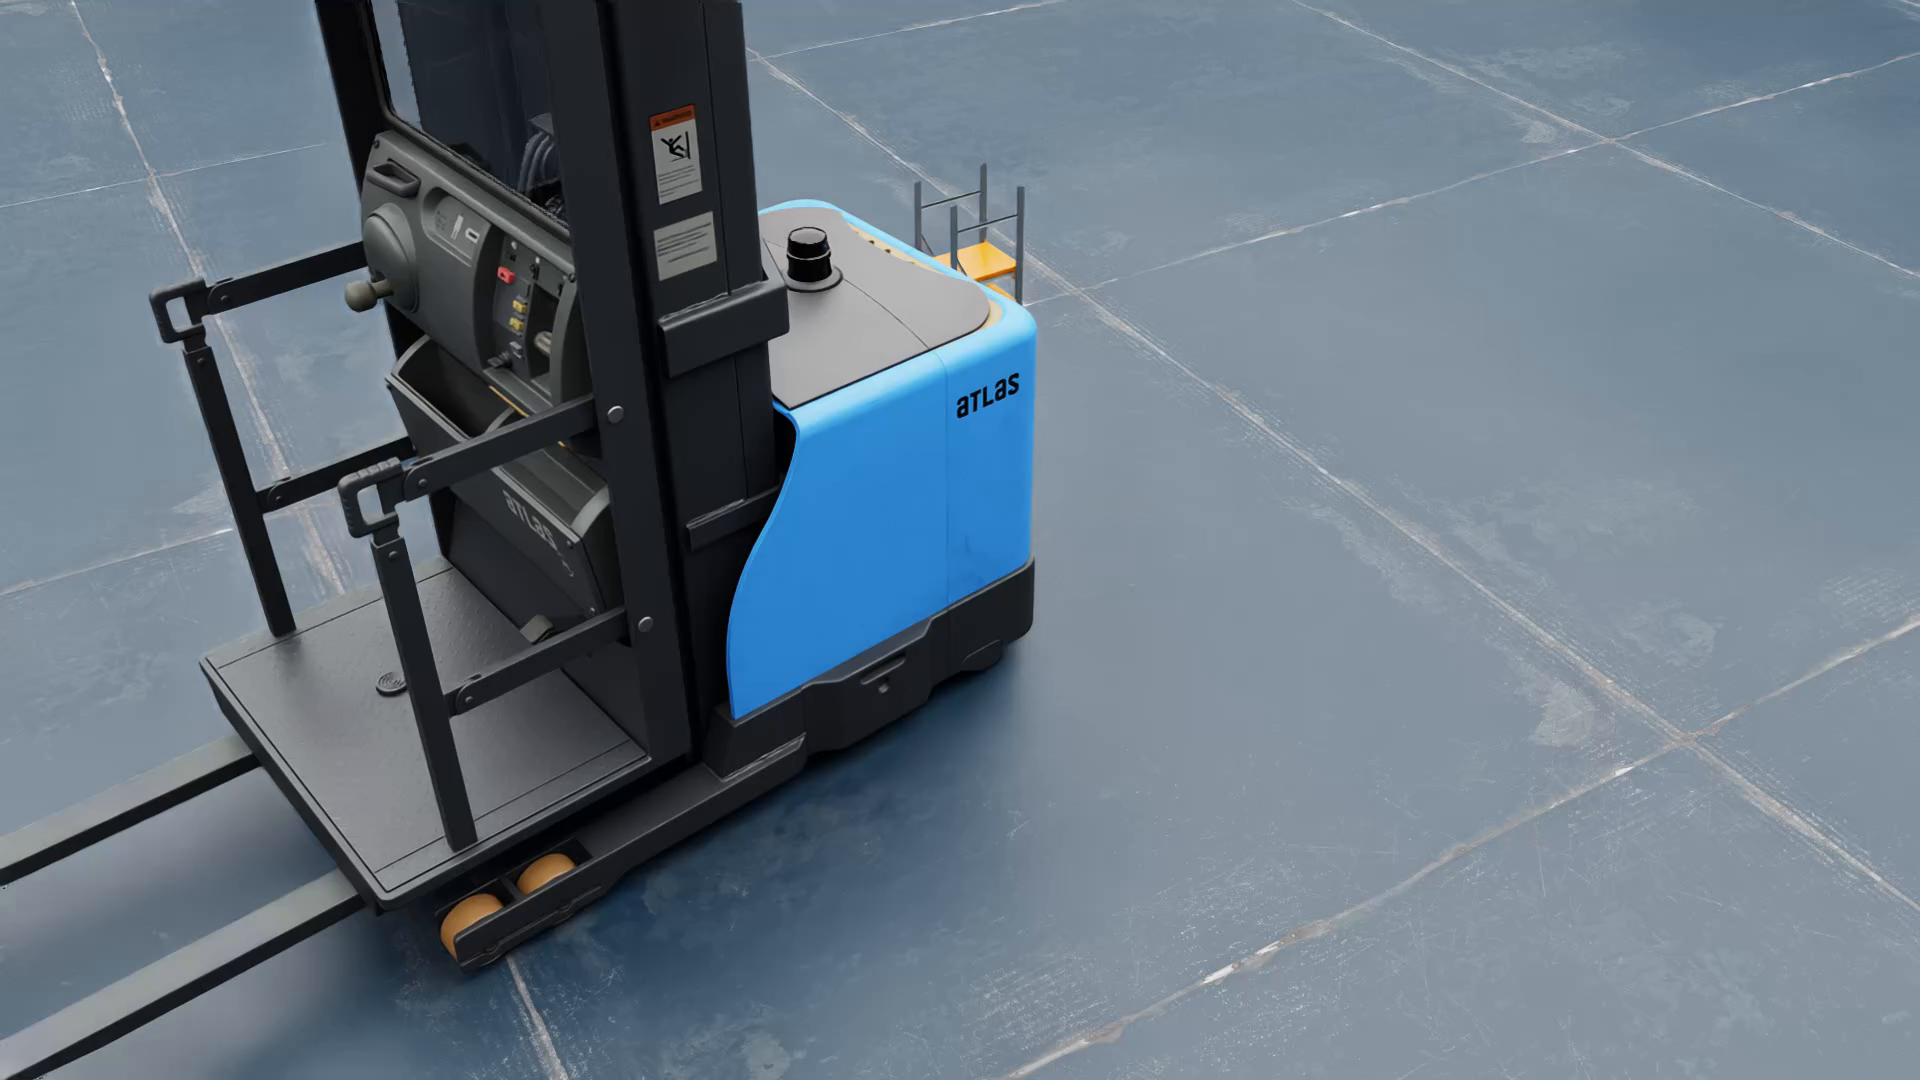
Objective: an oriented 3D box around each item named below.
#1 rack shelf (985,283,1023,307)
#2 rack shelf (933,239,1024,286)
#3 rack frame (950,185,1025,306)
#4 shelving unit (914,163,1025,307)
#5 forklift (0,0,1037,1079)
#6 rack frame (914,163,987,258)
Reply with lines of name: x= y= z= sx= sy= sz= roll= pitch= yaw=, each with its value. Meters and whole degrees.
rack shelf: x=0.025 y=-0.648 z=4.788 sx=0.258 sy=0.103 sz=0.180 roll=-21 pitch=41 yaw=-26
rack shelf: x=0.025 y=-0.745 z=4.717 sx=0.258 sy=0.103 sz=0.180 roll=-21 pitch=41 yaw=-26
rack frame: x=0.075 y=-0.445 z=4.842 sx=0.240 sy=1.200 sz=0.006 roll=-21 pitch=41 yaw=-26
shelving unit: x=0.025 y=-0.490 z=4.904 sx=0.258 sy=1.200 sz=0.189 roll=-21 pitch=41 yaw=-26
forklift: x=-1.233 y=-0.540 z=3.504 sx=3.031 sy=2.935 sz=1.130 roll=-27 pitch=44 yaw=-32
rack frame: x=-0.026 y=-0.535 z=4.965 sx=0.240 sy=1.200 sz=0.006 roll=-21 pitch=41 yaw=-26
